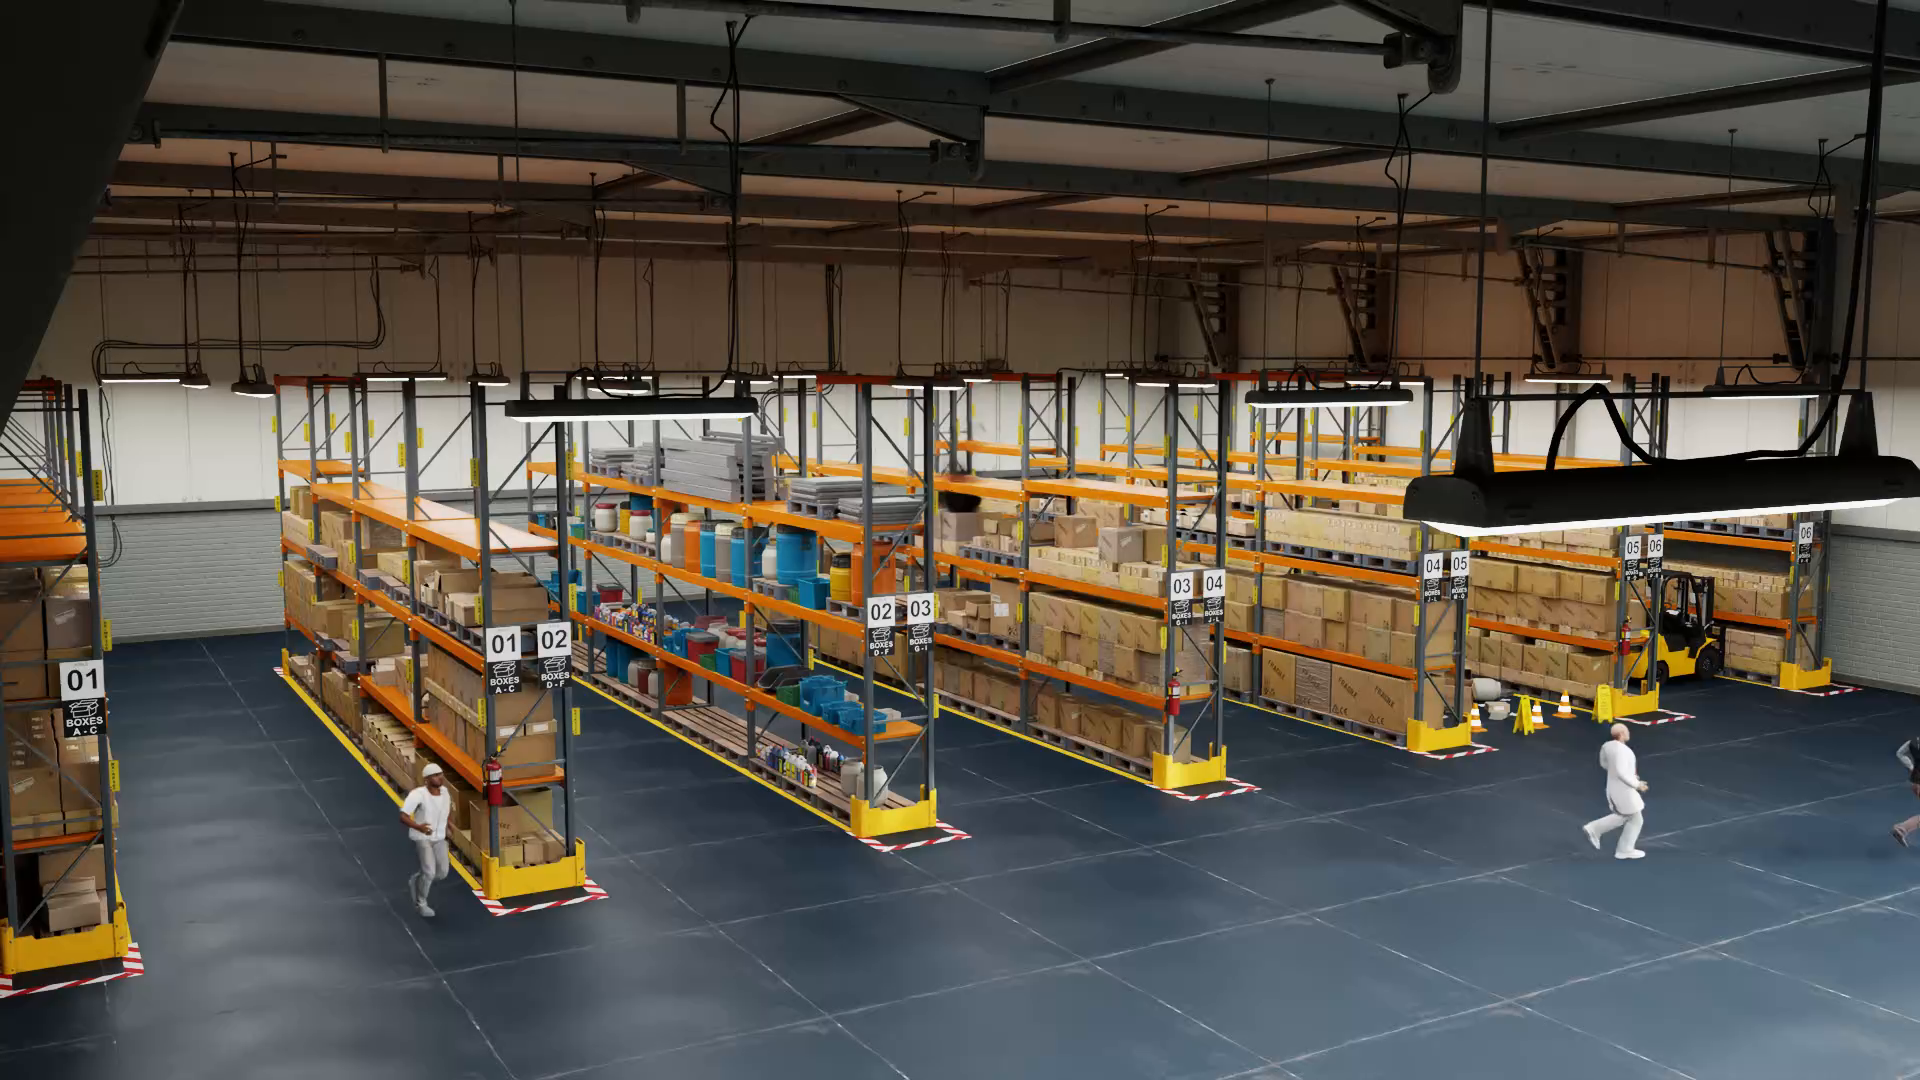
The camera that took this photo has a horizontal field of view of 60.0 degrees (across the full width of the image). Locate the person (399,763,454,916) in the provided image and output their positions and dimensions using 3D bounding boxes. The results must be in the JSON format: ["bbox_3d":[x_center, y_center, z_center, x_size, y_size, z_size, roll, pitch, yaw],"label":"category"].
[{"bbox_3d":[-6.079,3.406,19.075,0.630,1.709,0.727,4,8,35],"label":"person"}]

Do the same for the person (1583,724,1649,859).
[{"bbox_3d":[8.313,3.172,21.018,0.753,1.729,0.712,0,6,-1],"label":"person"}]

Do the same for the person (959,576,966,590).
[{"bbox_3d":[0.000,0.900,42.196,0.514,1.646,0.740,2,6,14],"label":"person"}]

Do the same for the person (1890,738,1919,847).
[{"bbox_3d":[12.303,3.159,21.185,0.935,1.718,0.661,0,6,-3],"label":"person"}]
